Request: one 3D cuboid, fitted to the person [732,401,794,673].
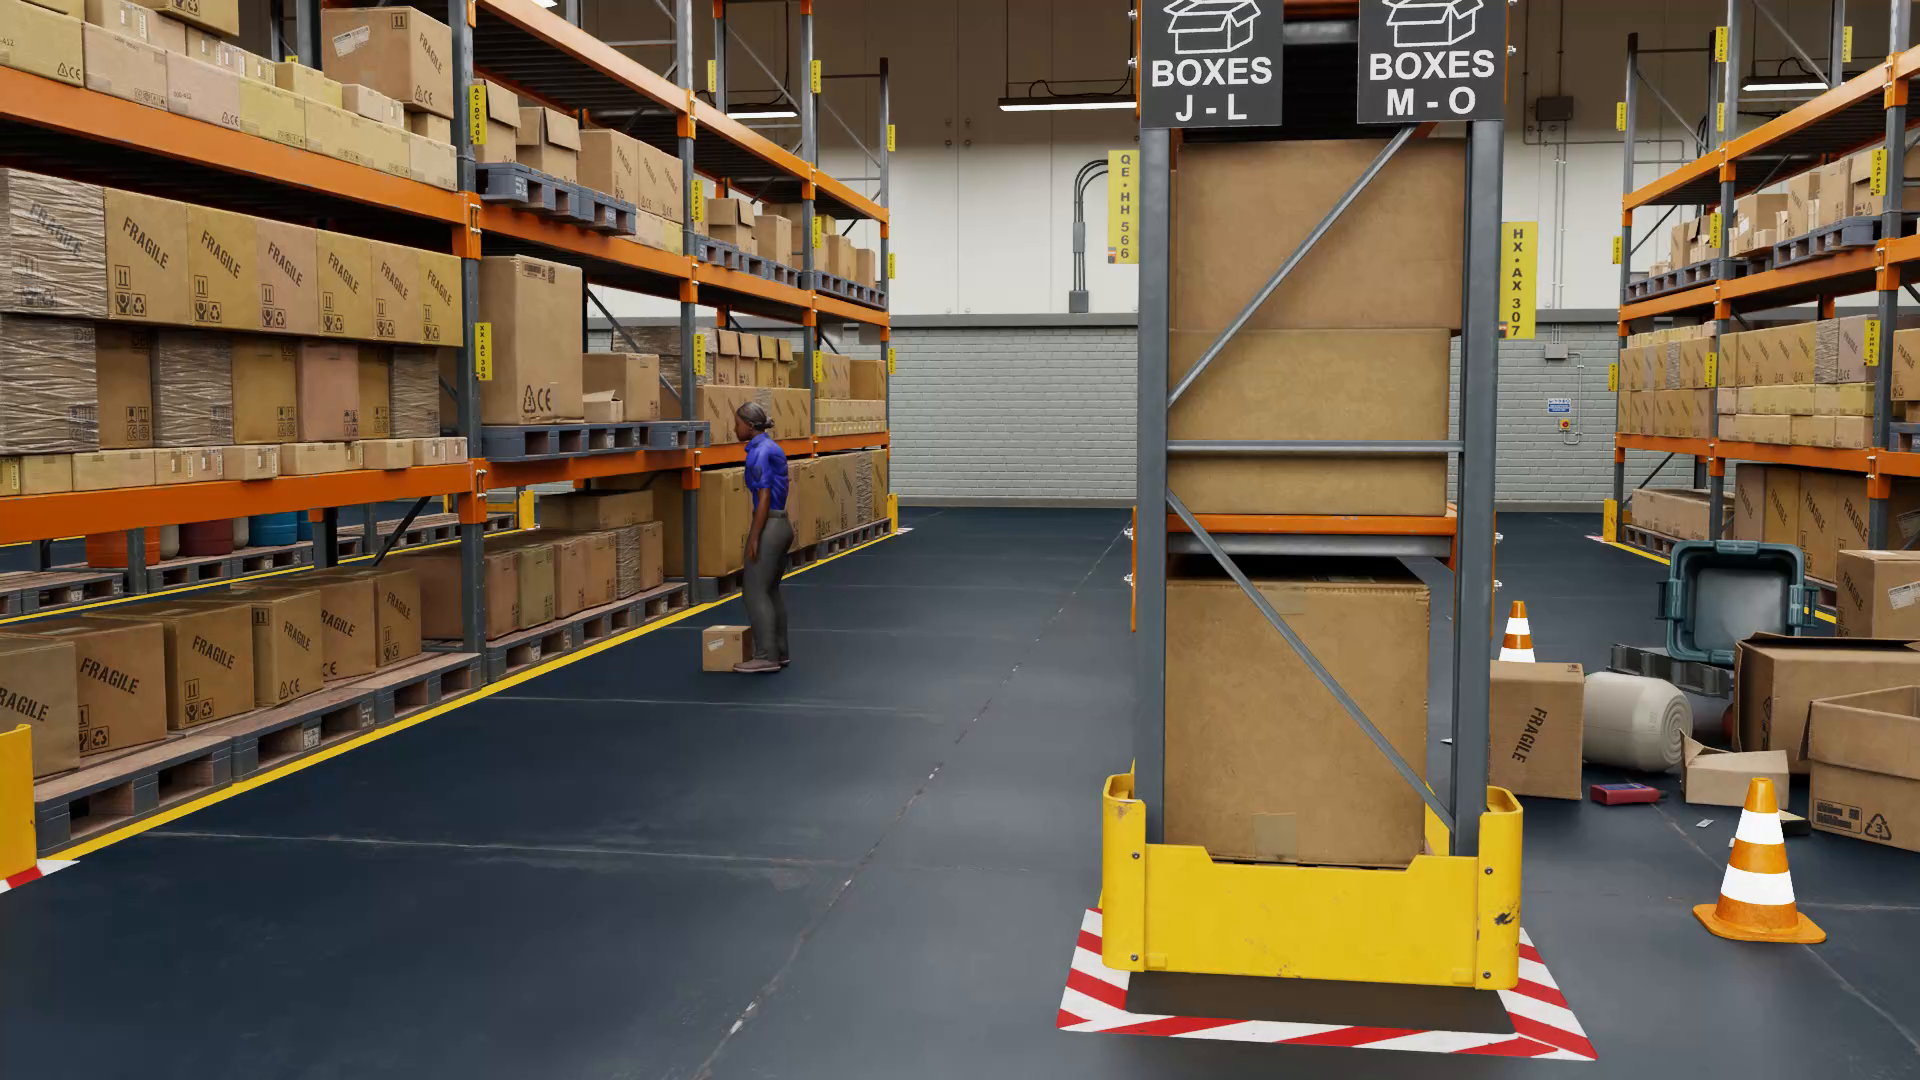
[{"bbox_3d":[-1.208,-0.024,10.234,0.352,1.653,0.530,0,5,5],"label":"person"}]
